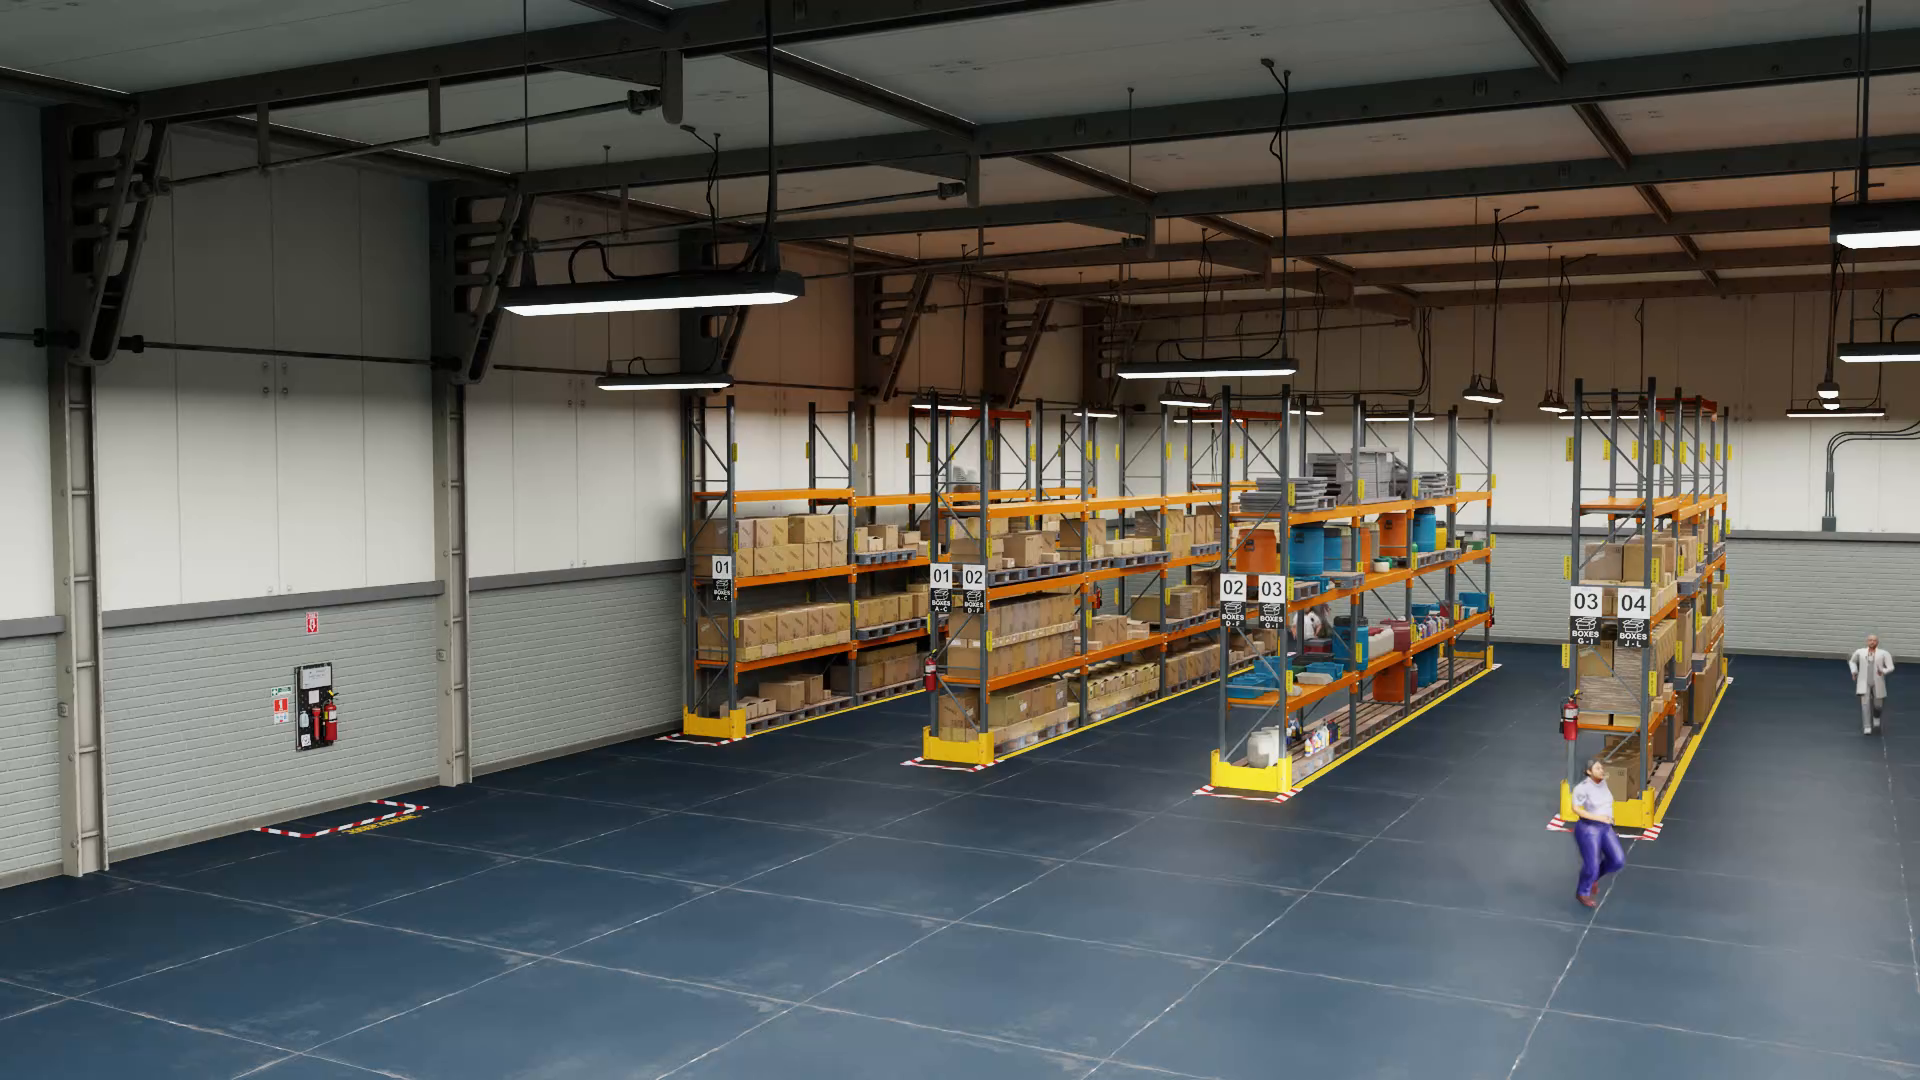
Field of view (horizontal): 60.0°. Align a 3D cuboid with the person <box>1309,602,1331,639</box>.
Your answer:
[{"bbox_3d":[8.868,1.992,41.167,0.715,1.691,0.597,-1,3,-20],"label":"person"}]

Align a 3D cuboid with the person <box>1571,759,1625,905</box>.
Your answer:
[{"bbox_3d":[7.043,3.228,18.353,0.657,1.615,0.527,-2,3,-29],"label":"person"}]

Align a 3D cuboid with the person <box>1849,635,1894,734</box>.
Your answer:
[{"bbox_3d":[16.270,2.565,29.713,0.720,1.745,0.897,2,3,30],"label":"person"}]

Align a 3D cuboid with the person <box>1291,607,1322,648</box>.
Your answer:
[{"bbox_3d":[7.662,2.206,36.807,0.663,1.761,0.733,1,3,14],"label":"person"}]
